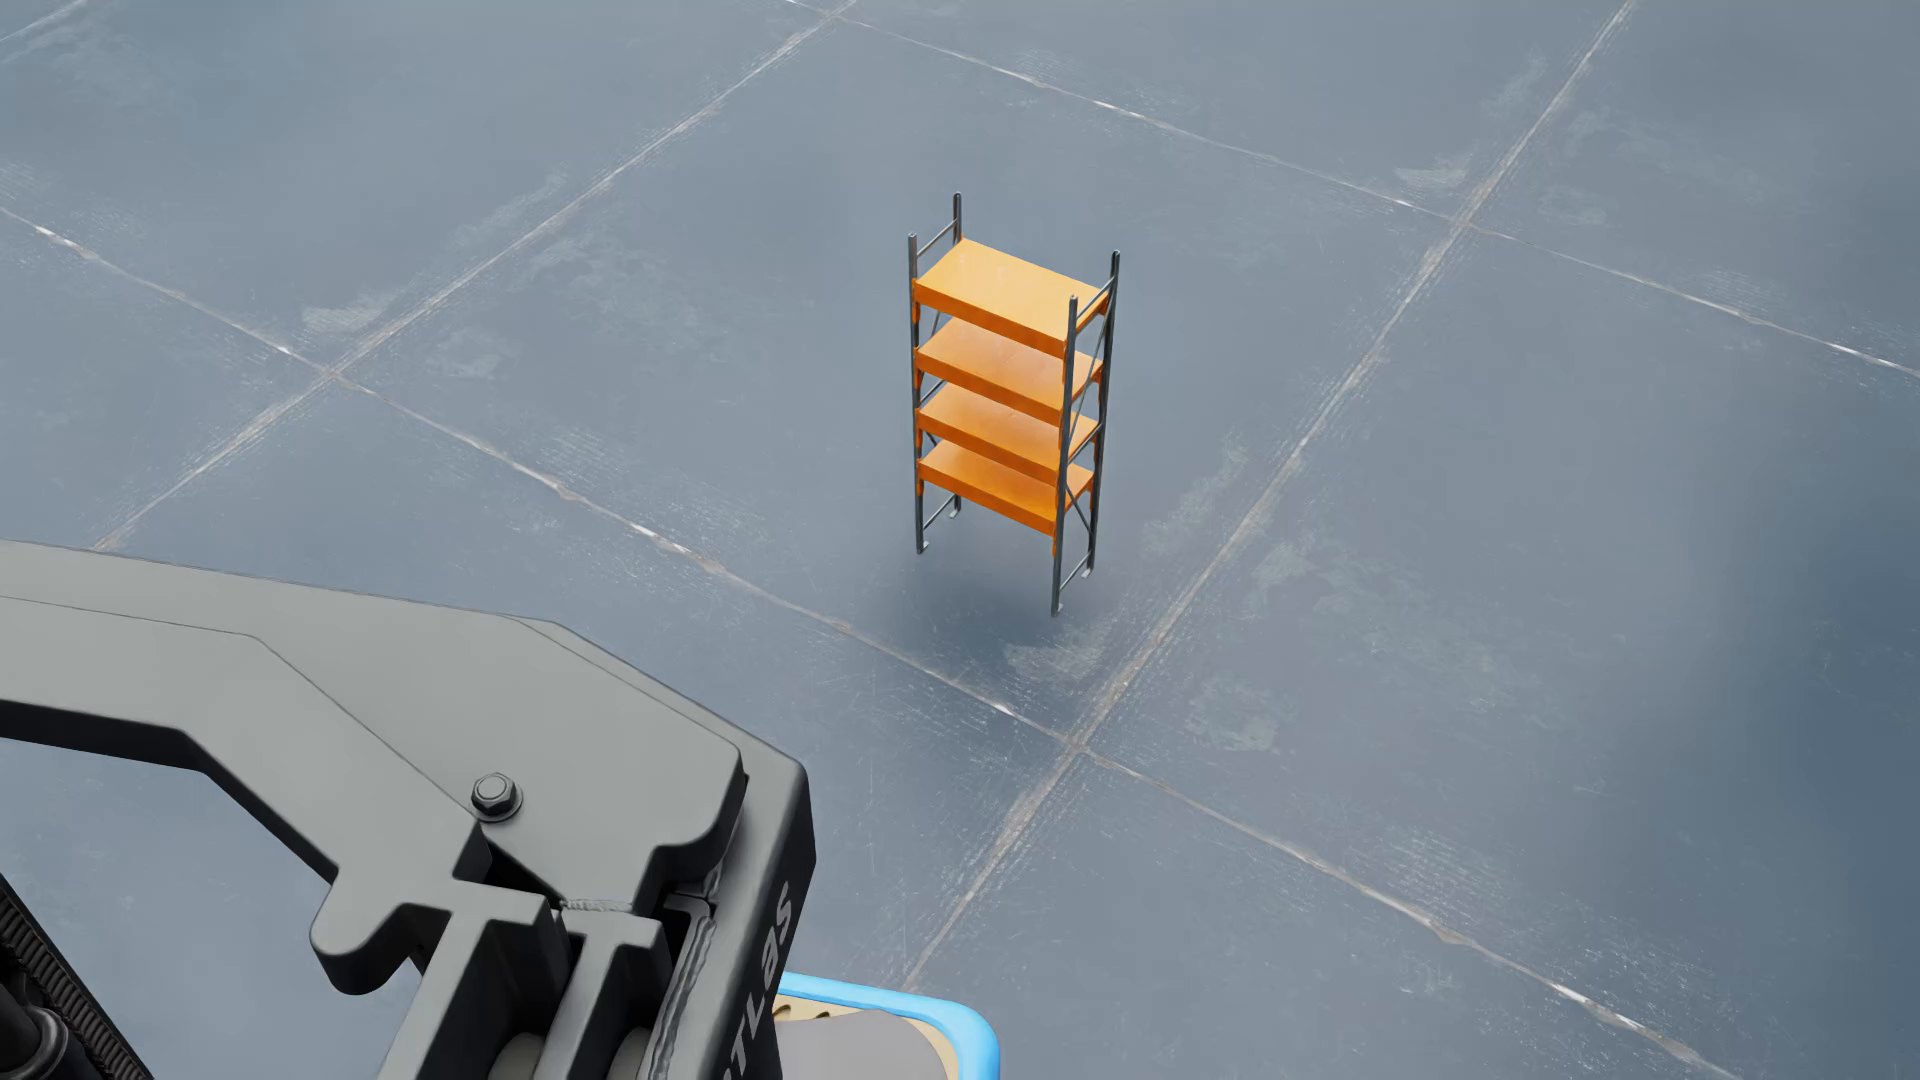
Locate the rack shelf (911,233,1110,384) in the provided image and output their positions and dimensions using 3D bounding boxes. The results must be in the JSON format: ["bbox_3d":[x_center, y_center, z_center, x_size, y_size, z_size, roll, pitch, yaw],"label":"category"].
[{"bbox_3d":[0.139,-0.628,4.476,0.480,0.148,0.258,25,51,22],"label":"rack shelf"}]

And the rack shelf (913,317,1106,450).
[{"bbox_3d":[0.139,-0.463,4.645,0.480,0.148,0.258,25,51,22],"label":"rack shelf"}]

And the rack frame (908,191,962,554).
[{"bbox_3d":[-0.066,-0.449,4.849,0.015,1.200,0.240,25,51,22],"label":"rack frame"}]

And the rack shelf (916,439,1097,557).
[{"bbox_3d":[0.139,-0.169,4.948,0.480,0.148,0.258,25,51,22],"label":"rack shelf"}]

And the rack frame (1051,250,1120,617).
[{"bbox_3d":[0.345,-0.260,4.666,0.015,1.200,0.240,25,51,22],"label":"rack frame"}]

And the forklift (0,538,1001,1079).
[{"bbox_3d":[-0.704,1.533,1.717,1.130,2.935,3.031,8,46,8],"label":"forklift"}]

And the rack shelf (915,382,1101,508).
[{"bbox_3d":[0.139,-0.307,4.806,0.480,0.148,0.258,25,51,22],"label":"rack shelf"}]

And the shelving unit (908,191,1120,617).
[{"bbox_3d":[0.139,-0.354,4.757,0.503,1.200,0.258,25,51,22],"label":"shelving unit"}]
